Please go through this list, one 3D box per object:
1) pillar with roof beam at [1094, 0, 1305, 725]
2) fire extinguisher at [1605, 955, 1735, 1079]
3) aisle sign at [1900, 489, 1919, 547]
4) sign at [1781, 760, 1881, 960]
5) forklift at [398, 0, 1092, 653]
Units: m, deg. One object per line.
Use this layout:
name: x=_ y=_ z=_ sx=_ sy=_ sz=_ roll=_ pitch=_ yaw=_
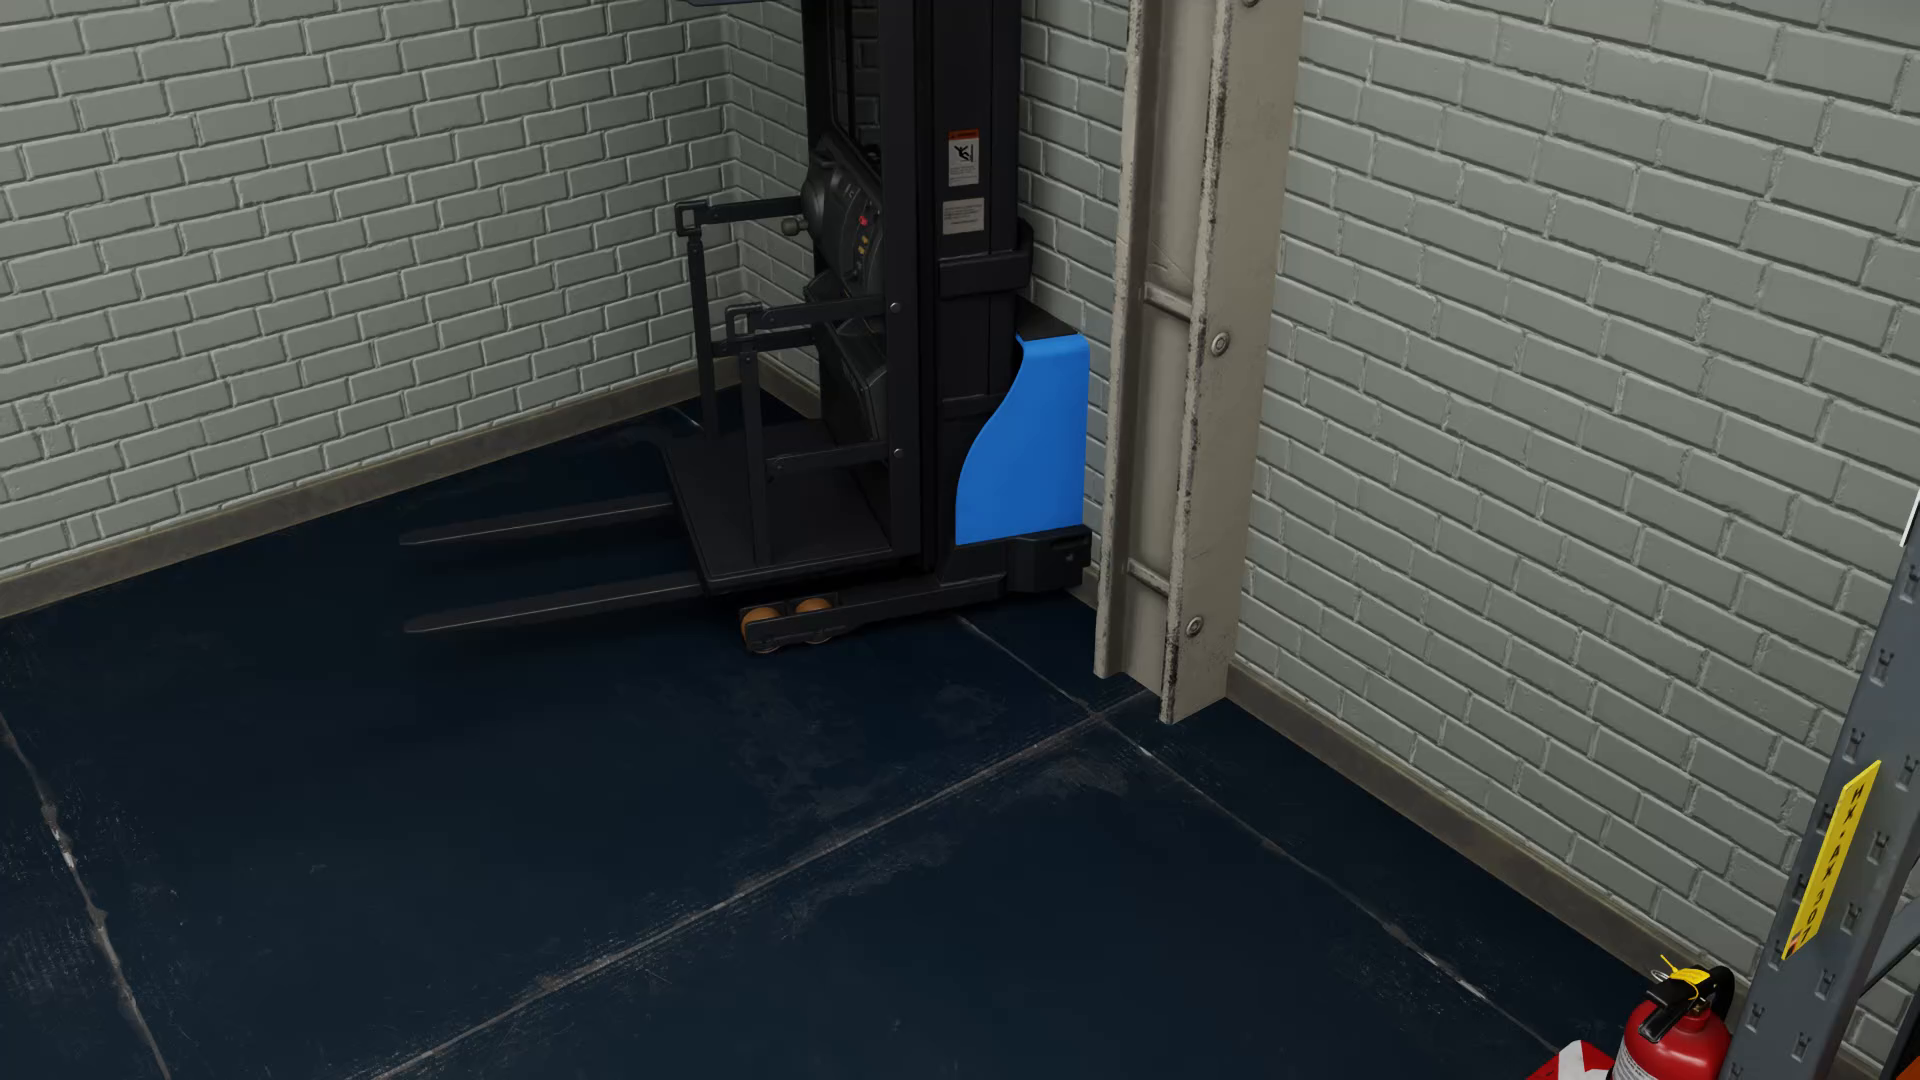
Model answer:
pillar with roof beam: x=-2.681 y=-1.923 z=1.317 sx=9.100 sy=9.000 sz=0.400 roll=-22 pitch=38 yaw=-31
fire extinguisher: x=1.205 y=0.927 z=2.840 sx=0.296 sy=0.674 sz=0.183 roll=-22 pitch=38 yaw=-31
aisle sign: x=1.387 y=-0.390 z=2.071 sx=0.394 sy=0.787 sz=0.004 roll=-22 pitch=38 yaw=-31
sign: x=1.232 y=0.456 z=2.352 sx=0.100 sy=0.325 sz=0.005 roll=-22 pitch=38 yaw=-31
forklift: x=-0.600 y=-1.144 z=5.814 sx=3.031 sy=2.935 sz=1.130 roll=-10 pitch=33 yaw=-15
